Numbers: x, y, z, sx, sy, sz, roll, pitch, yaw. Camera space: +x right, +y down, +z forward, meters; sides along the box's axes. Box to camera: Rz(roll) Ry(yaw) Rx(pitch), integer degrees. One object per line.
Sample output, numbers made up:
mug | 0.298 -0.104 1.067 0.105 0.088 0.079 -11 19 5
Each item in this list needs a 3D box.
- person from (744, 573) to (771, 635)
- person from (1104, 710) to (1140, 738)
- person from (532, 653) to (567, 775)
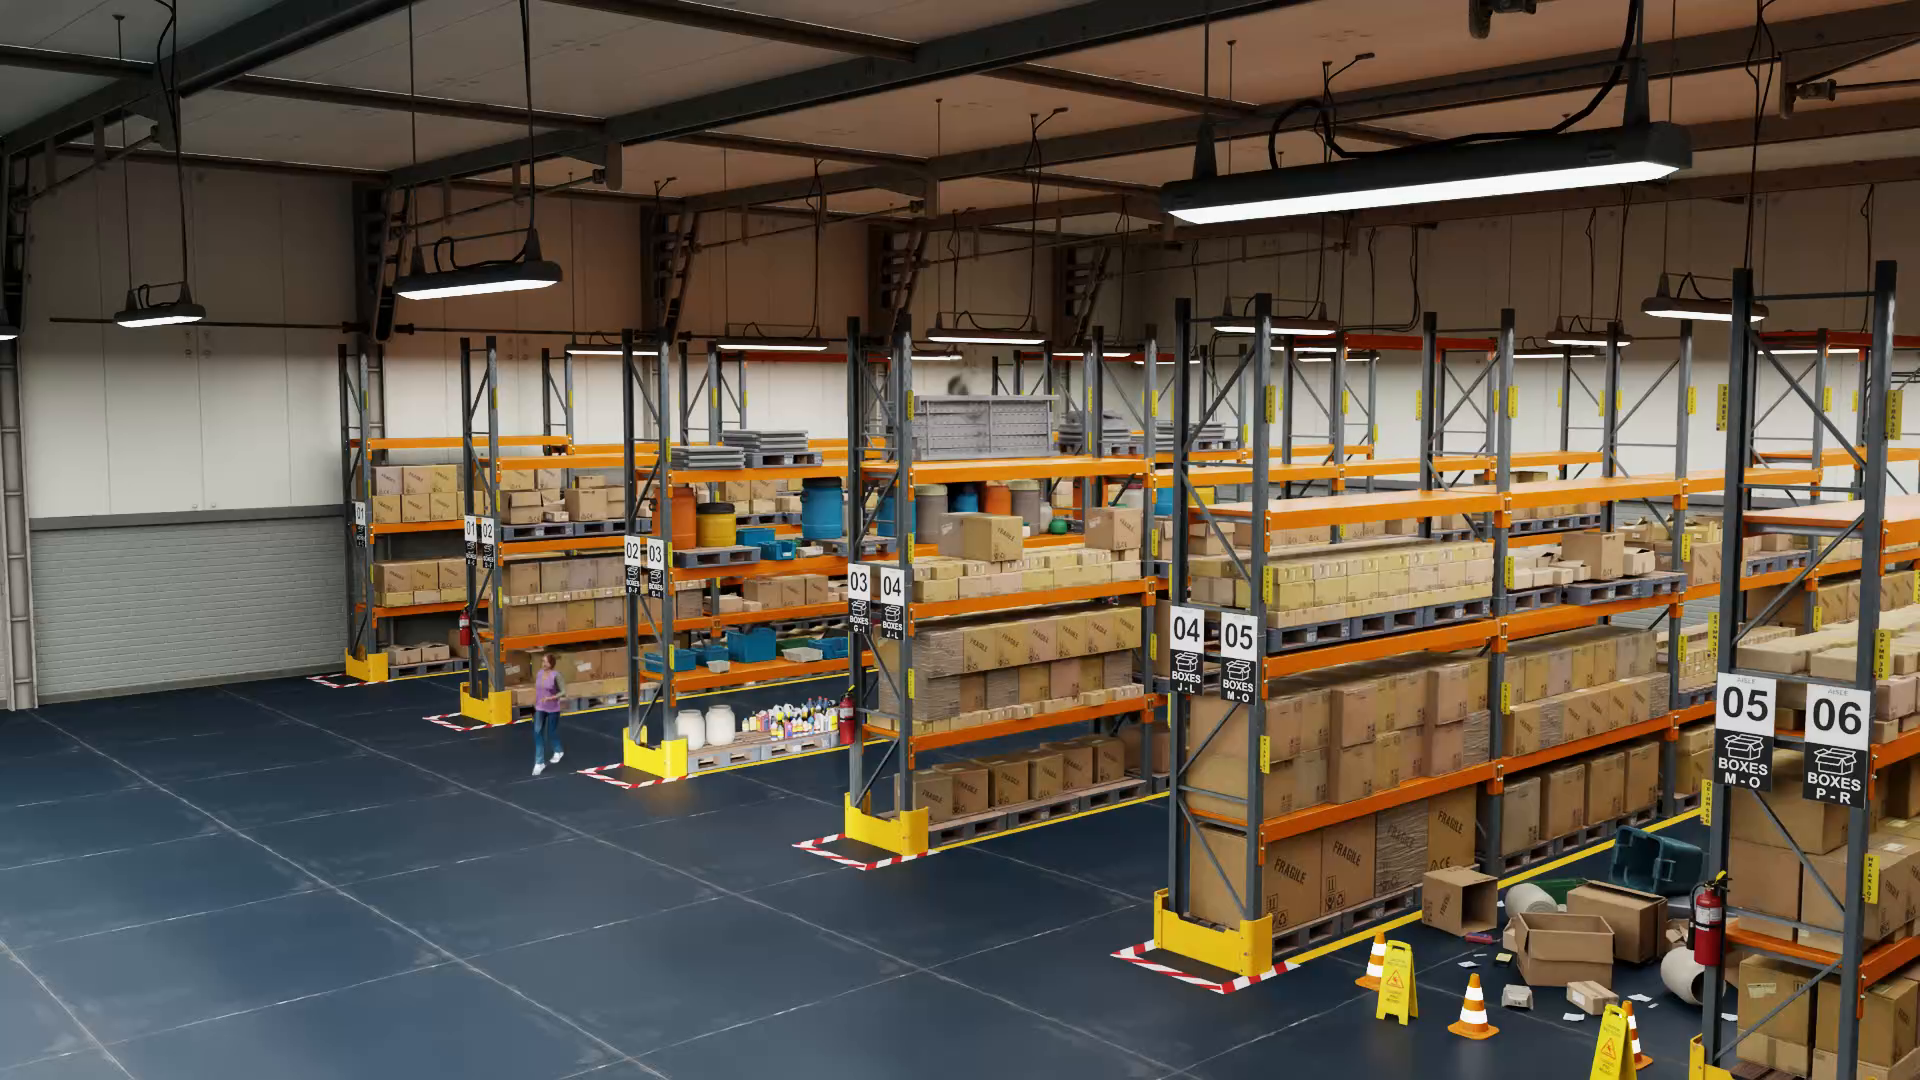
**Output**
person | -3.846 1.556 31.826 0.677 1.523 0.661 -5 7 -44
person | 2.367 2.086 24.716 0.715 1.735 0.826 4 7 39
person | -5.598 2.352 22.677 0.543 1.600 0.727 1 5 10
